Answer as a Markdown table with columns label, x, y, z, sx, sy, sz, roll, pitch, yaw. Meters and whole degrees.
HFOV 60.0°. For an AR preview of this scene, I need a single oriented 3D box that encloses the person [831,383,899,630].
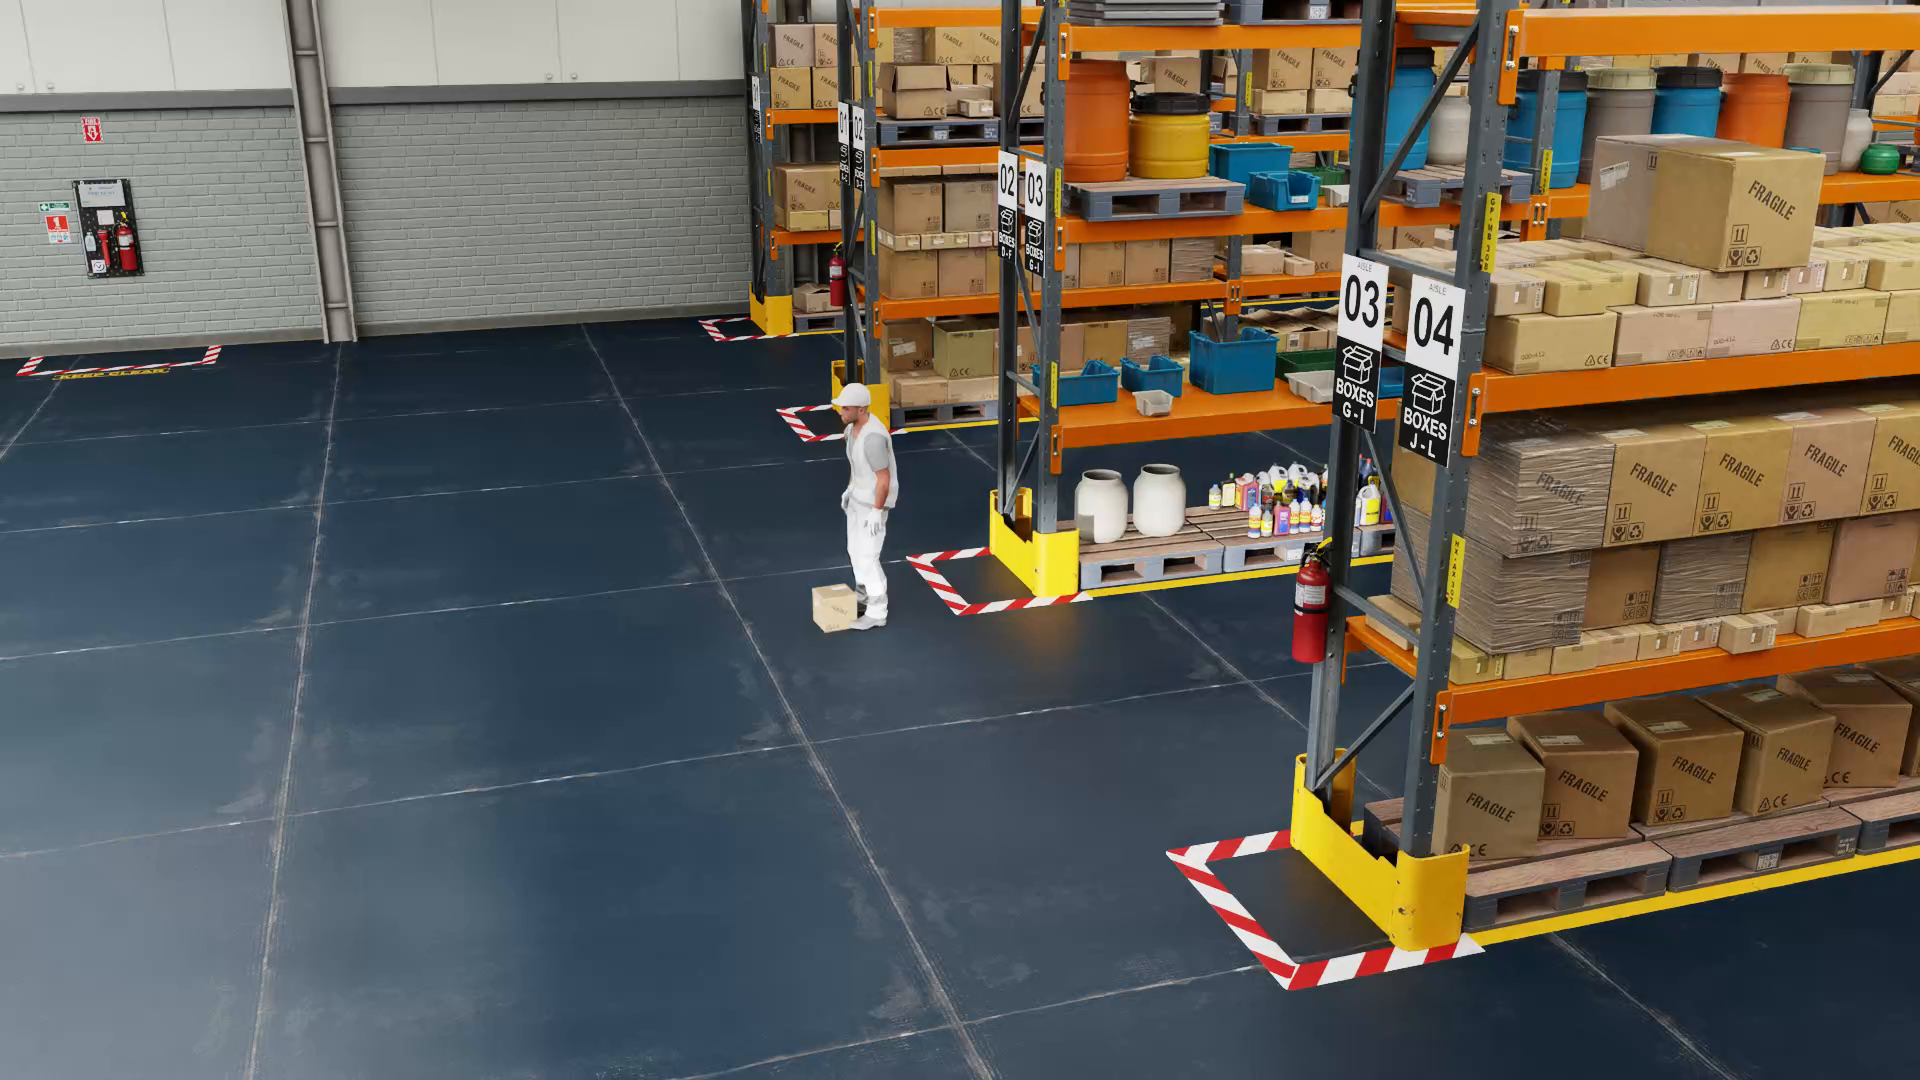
| label | x | y | z | sx | sy | sz | roll | pitch | yaw |
| --- | --- | --- | --- | --- | --- | --- | --- | --- | --- |
| person | -0.681 | -0.252 | 11.774 | 0.453 | 1.778 | 0.616 | -7 | 20 | -21 |
